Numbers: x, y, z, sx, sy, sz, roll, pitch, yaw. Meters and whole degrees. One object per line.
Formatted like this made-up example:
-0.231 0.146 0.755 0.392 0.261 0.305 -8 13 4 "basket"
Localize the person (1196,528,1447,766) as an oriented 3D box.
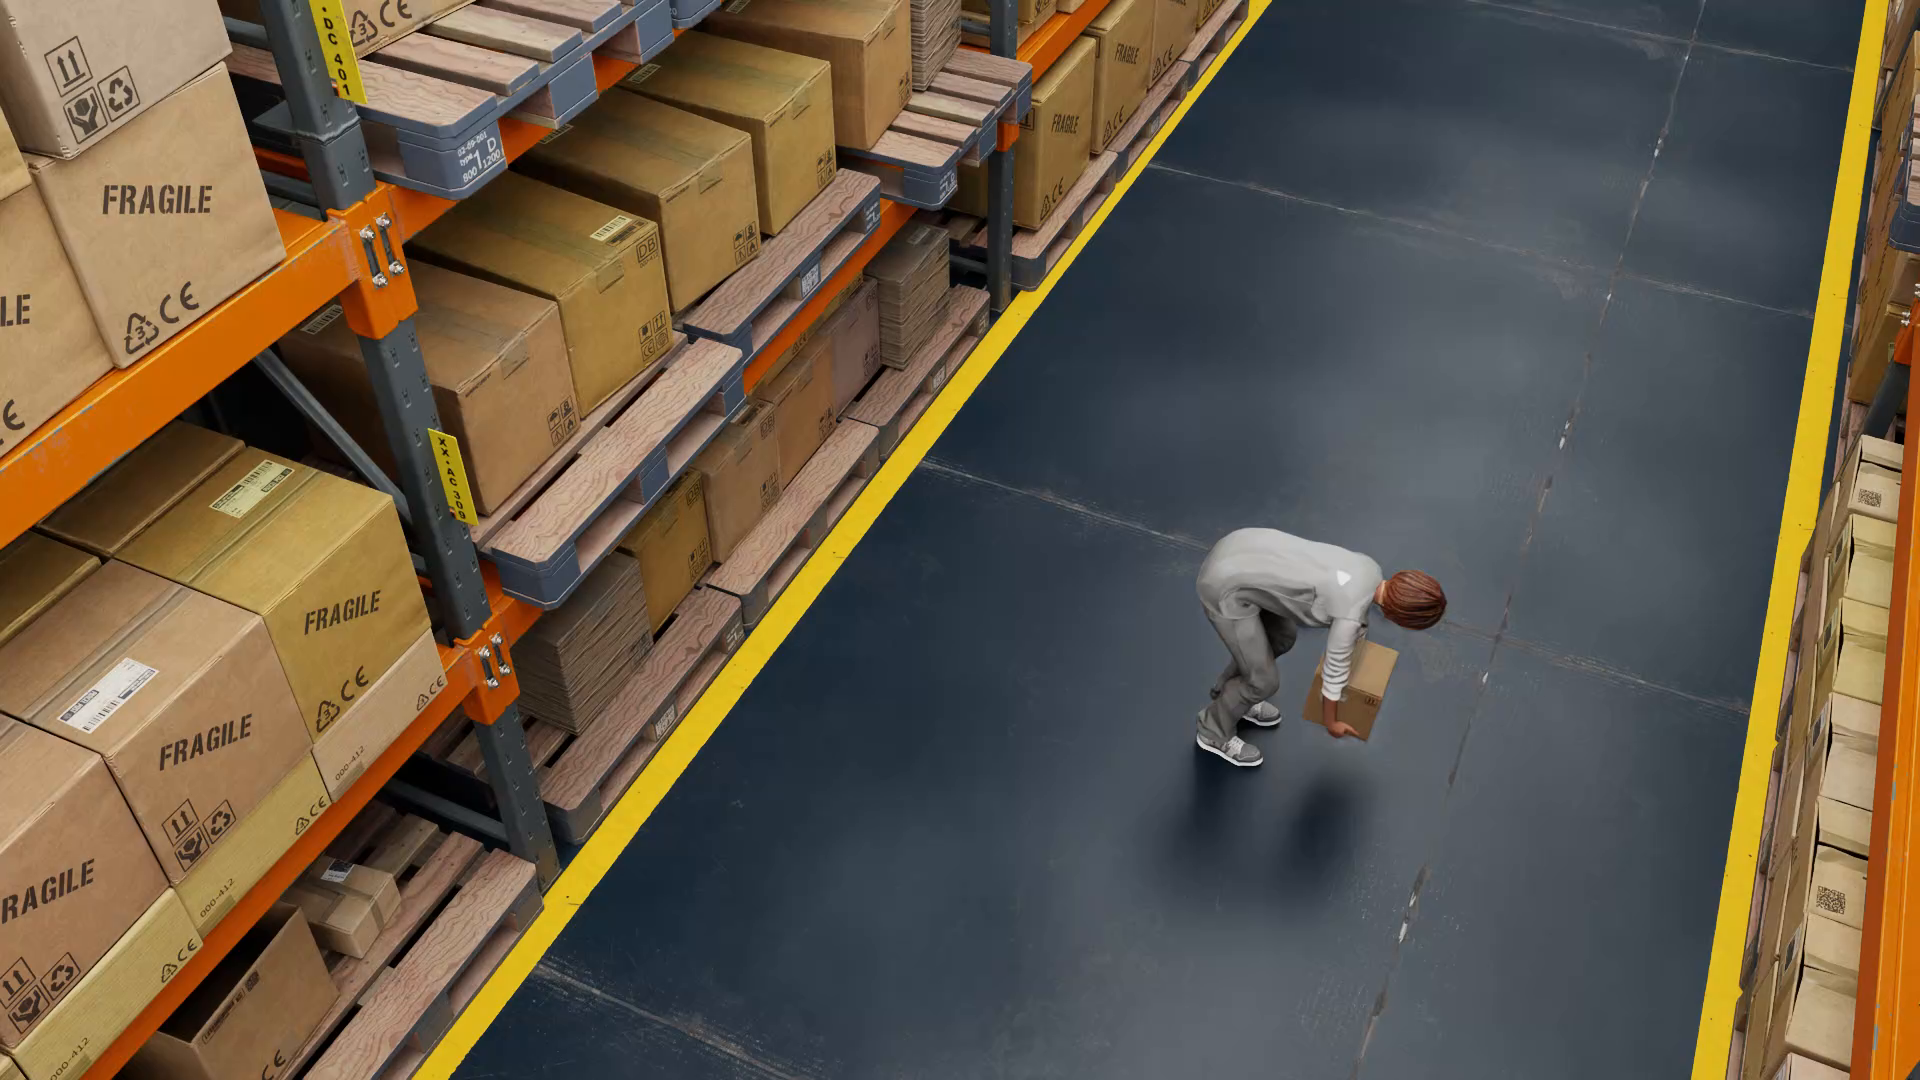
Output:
1.269 0.426 6.110 0.864 1.051 0.390 16 45 17 "person"
